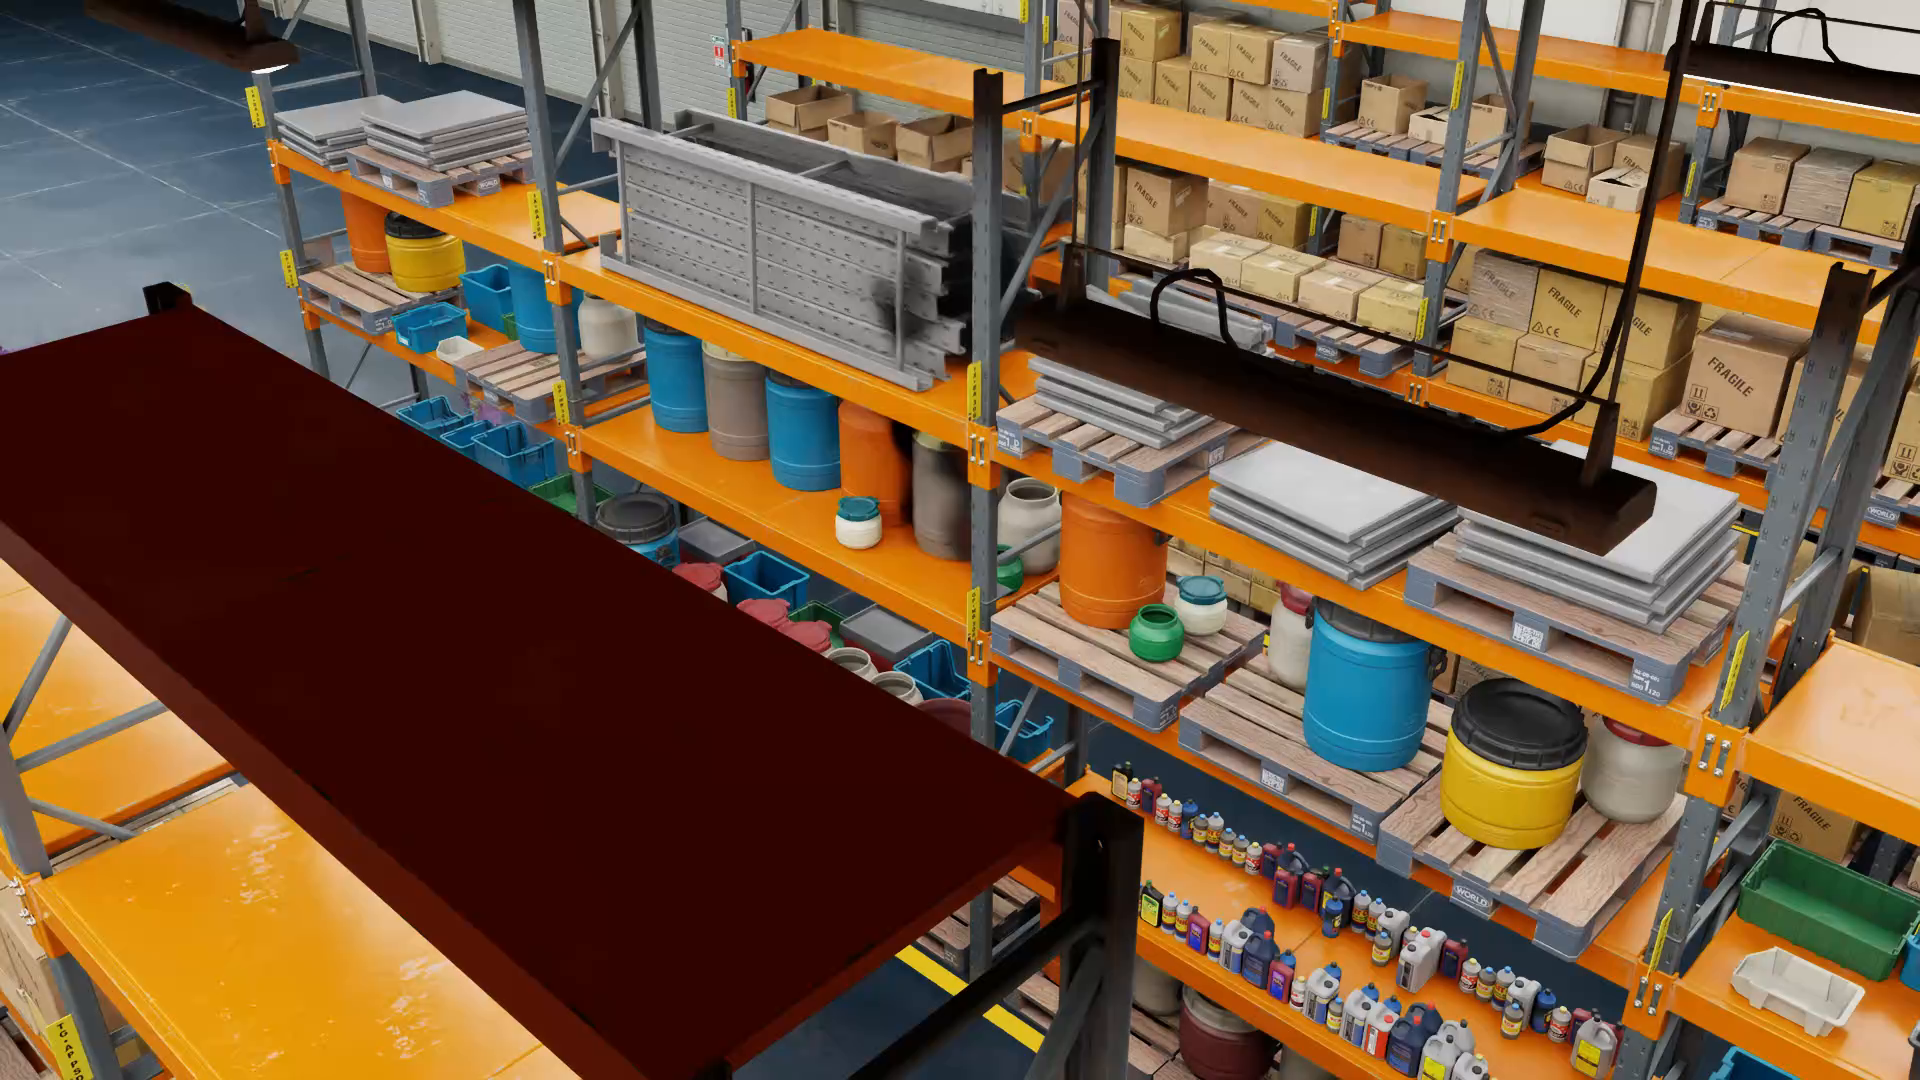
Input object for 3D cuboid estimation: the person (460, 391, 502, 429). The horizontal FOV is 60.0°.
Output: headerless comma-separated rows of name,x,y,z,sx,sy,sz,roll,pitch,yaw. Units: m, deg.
person,-4.730,-1.137,16.655,0.798,1.624,0.562,17,34,28
